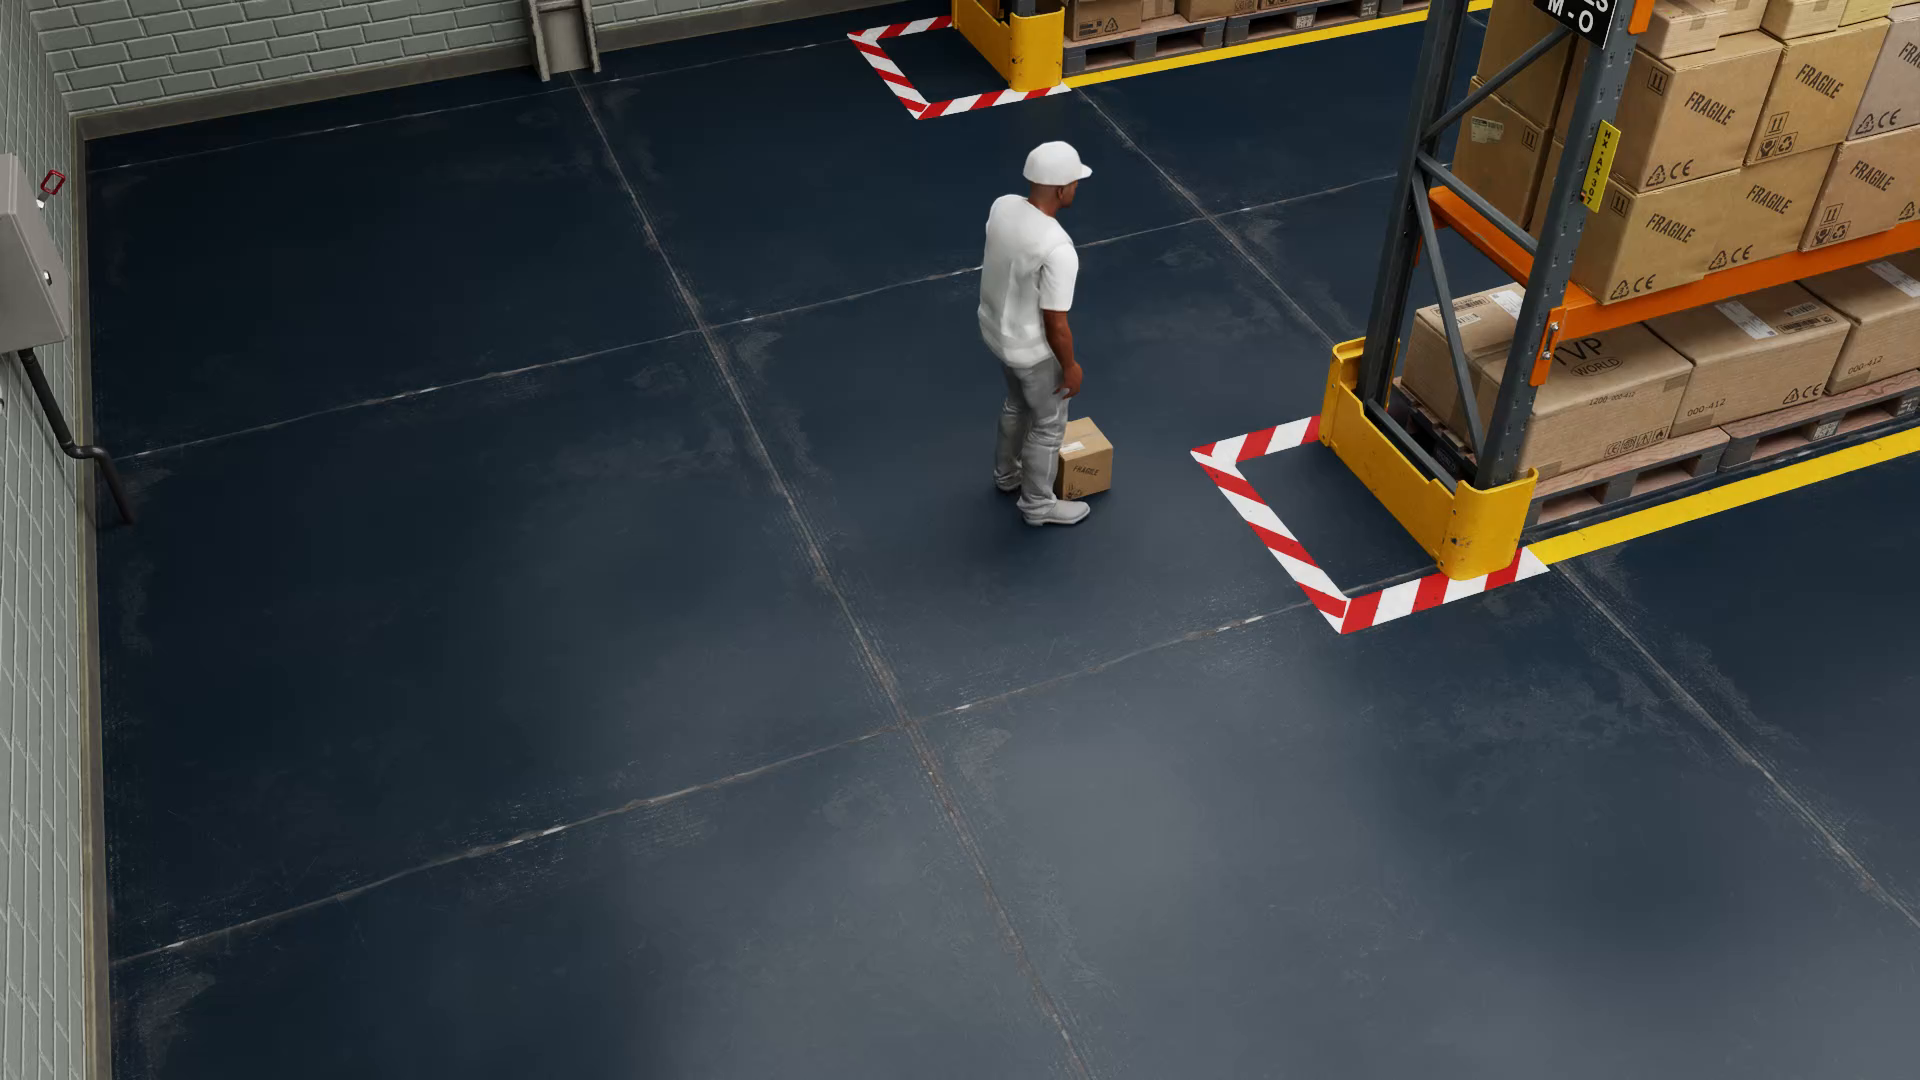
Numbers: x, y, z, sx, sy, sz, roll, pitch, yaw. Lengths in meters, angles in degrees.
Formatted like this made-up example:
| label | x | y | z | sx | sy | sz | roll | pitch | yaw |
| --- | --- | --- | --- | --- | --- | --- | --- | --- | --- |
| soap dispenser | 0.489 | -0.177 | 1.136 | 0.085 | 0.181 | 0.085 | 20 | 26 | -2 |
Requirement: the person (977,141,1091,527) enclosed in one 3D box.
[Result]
| label | x | y | z | sx | sy | sz | roll | pitch | yaw |
| --- | --- | --- | --- | --- | --- | --- | --- | --- | --- |
| person | 0.327 | -0.879 | 7.140 | 0.462 | 1.759 | 0.632 | -18 | 45 | -19 |
